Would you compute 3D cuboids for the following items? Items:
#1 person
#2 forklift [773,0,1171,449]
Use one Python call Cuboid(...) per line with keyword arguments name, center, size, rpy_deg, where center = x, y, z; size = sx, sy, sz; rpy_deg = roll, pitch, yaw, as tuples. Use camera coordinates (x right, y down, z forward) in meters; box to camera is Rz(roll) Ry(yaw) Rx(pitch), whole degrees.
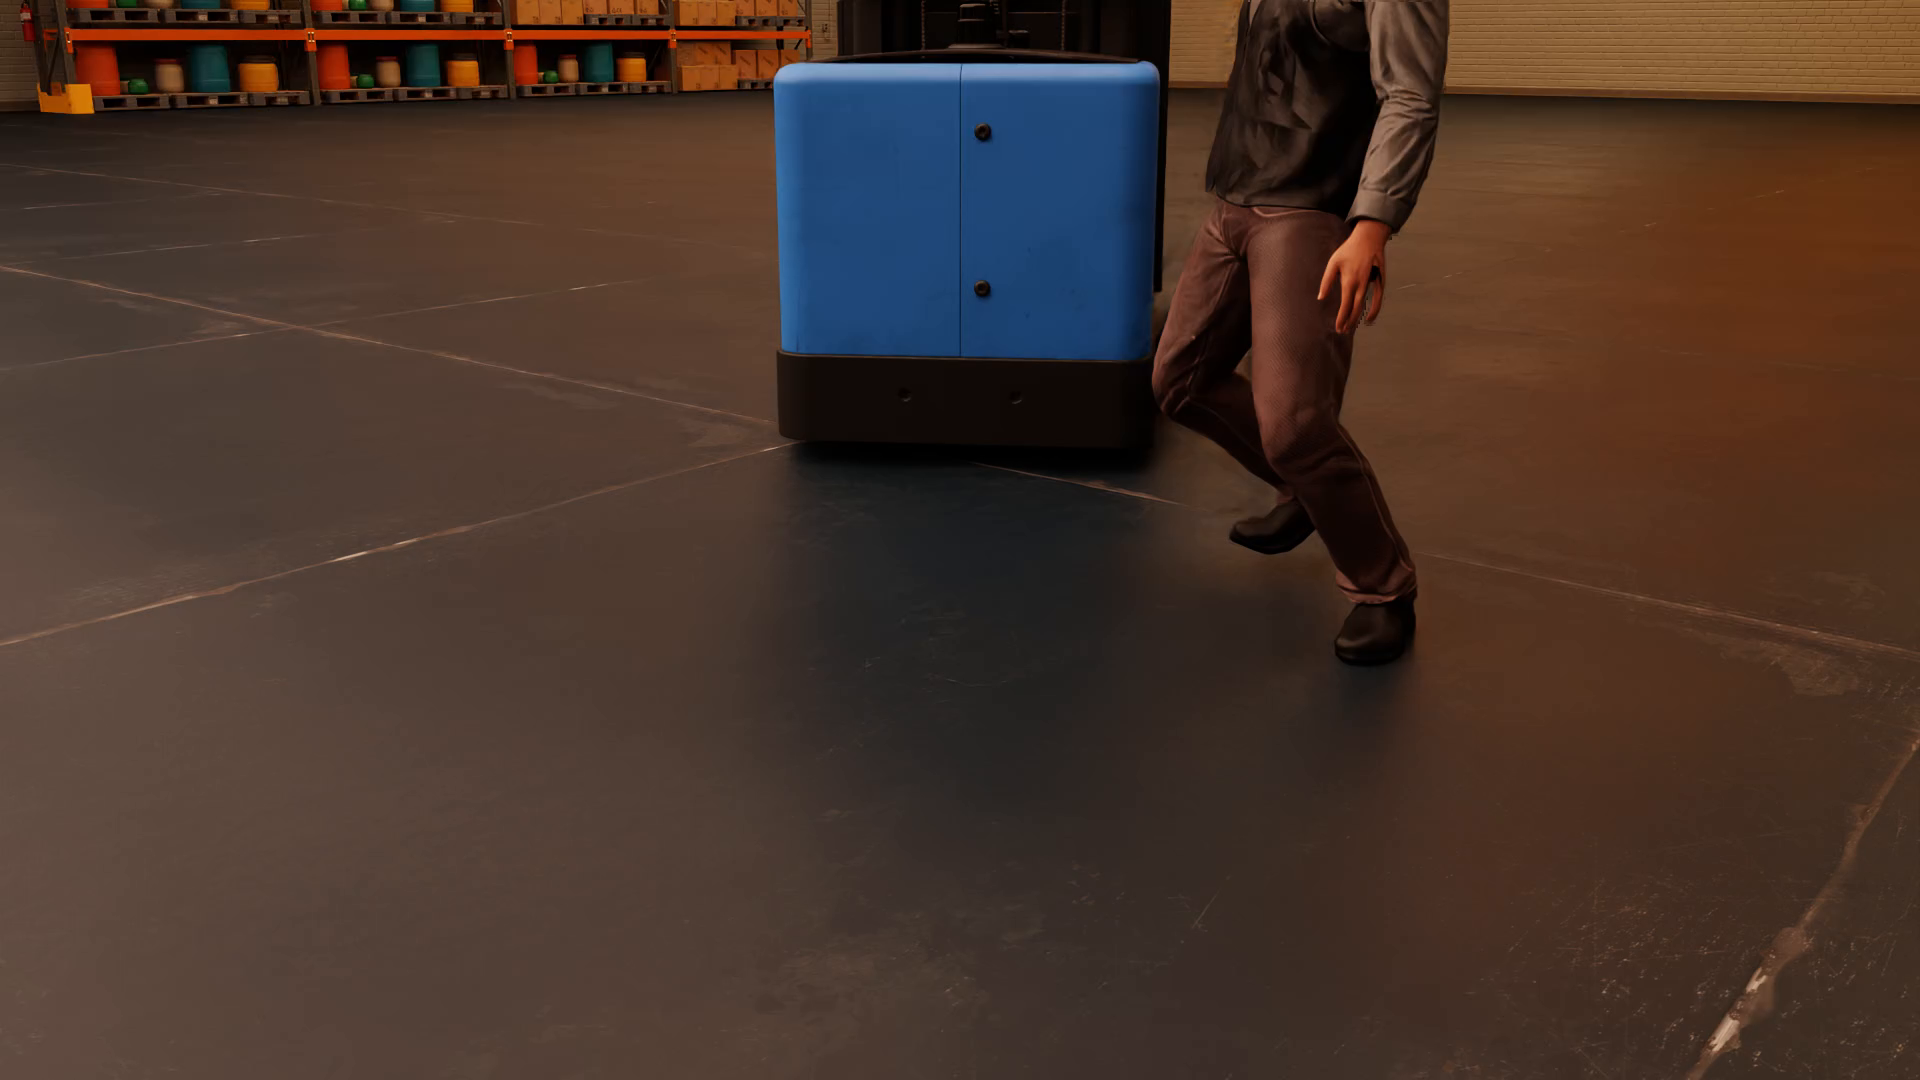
Cuboid(name="person", center=(0.684, -0.657, 3.316), size=(0.488, 1.637, 0.882), rpy_deg=(-3, 17, -8))
Cuboid(name="forklift", center=(0.171, -2.030, 5.584), size=(1.130, 2.935, 3.031), rpy_deg=(2, 17, 6))
